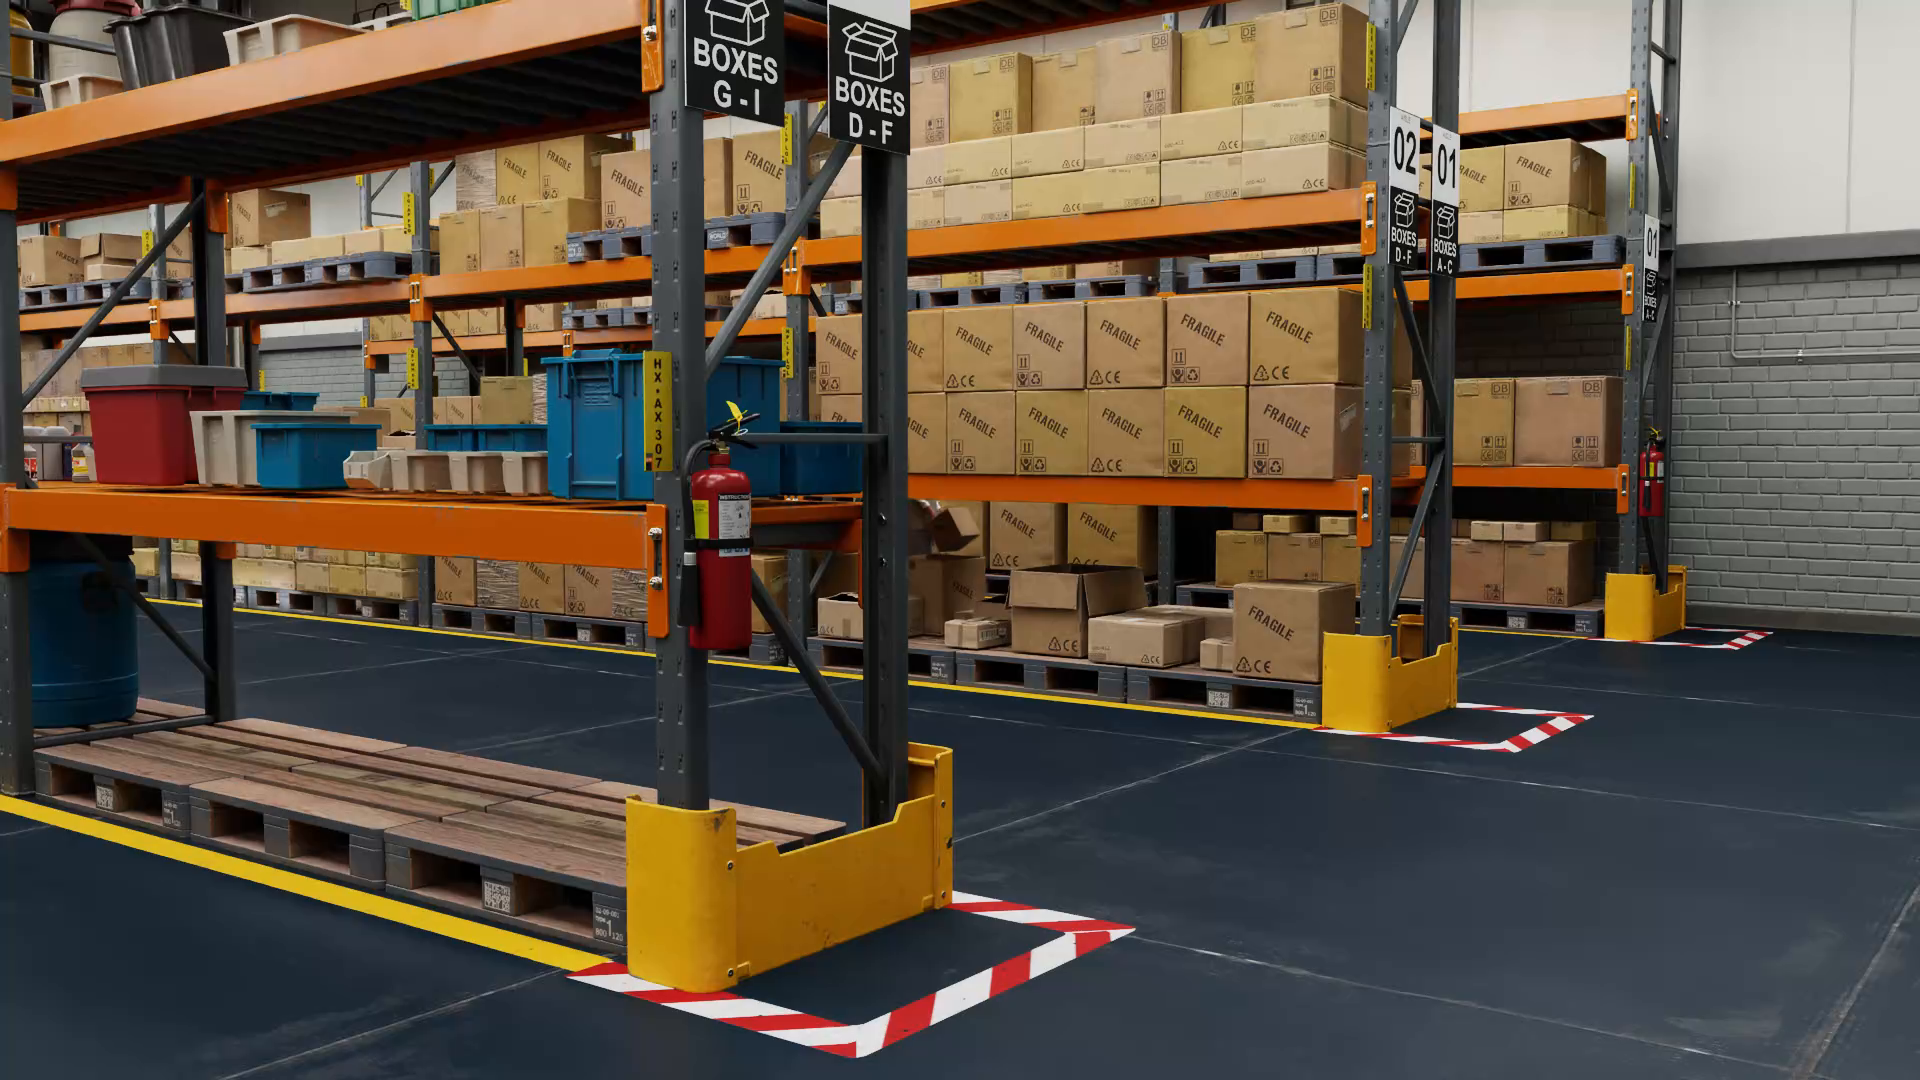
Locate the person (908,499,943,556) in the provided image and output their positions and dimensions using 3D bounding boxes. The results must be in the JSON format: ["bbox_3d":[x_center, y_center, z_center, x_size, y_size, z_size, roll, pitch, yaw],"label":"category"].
[{"bbox_3d":[-0.266,-0.064,12.863,0.437,1.601,0.480,1,3,11],"label":"person"}]
